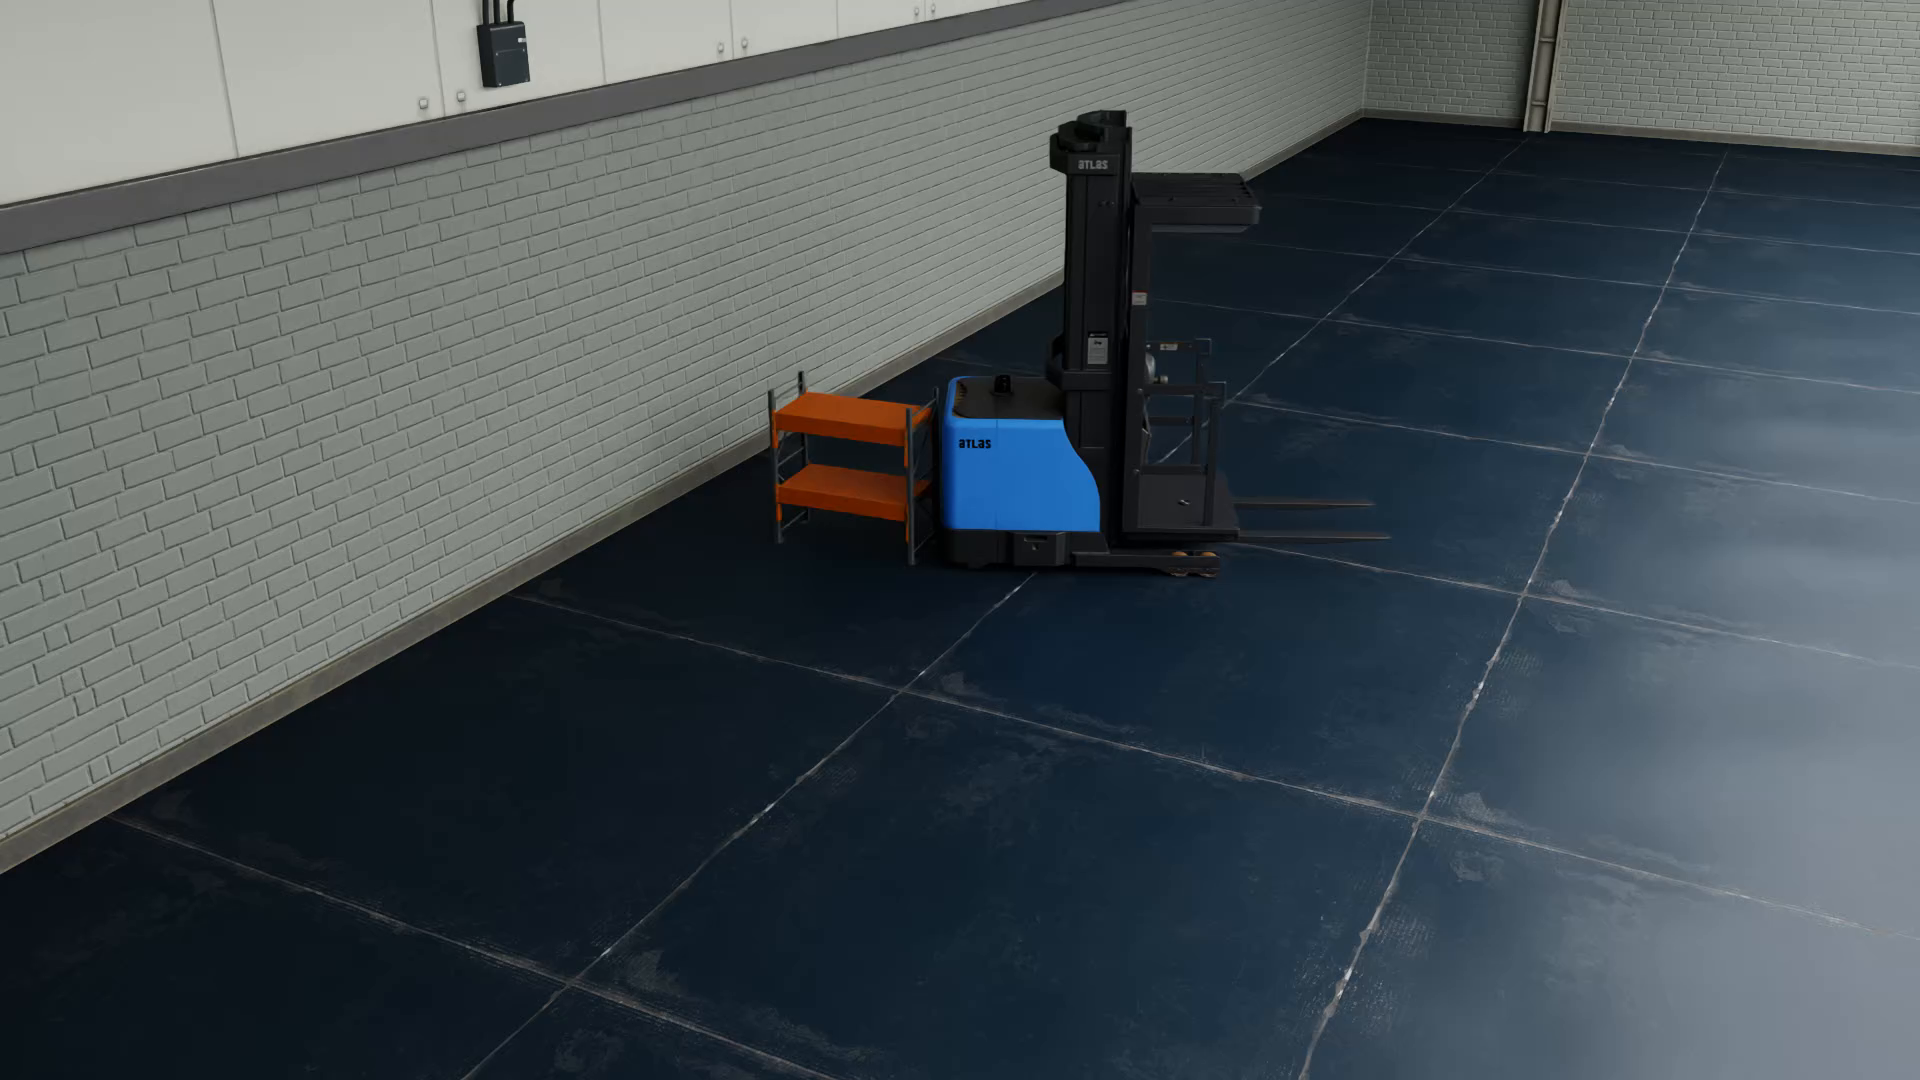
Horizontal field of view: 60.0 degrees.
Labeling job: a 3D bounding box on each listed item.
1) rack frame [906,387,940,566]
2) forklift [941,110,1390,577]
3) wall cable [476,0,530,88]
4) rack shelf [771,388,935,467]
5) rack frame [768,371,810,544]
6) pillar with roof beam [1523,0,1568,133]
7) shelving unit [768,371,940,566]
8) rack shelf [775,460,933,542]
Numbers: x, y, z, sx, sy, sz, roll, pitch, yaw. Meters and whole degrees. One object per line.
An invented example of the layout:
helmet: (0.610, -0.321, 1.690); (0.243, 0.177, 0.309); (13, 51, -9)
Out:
rack frame: (-0.250, -0.433, 11.331); (0.032, 1.125, 0.500); (9, 25, 20)
forklift: (1.403, -1.312, 11.090); (3.031, 2.935, 1.130); (1, 23, 2)
wall cable: (-2.275, -5.868, 9.705); (0.169, 6.003, 2.305); (11, 25, 25)
rack shelf: (-0.723, -0.776, 11.389); (1.000, 0.278, 0.538); (9, 25, 20)
rack frame: (-1.196, -0.579, 11.675); (0.032, 1.125, 0.500); (9, 25, 20)
pillar with roof beam: (7.730, -9.506, 22.605); (0.400, 9.000, 9.100); (11, 25, 25)
shelving unit: (-0.723, -0.506, 11.503); (1.048, 1.125, 0.538); (9, 25, 20)
rack shelf: (-0.723, -0.281, 11.599); (1.000, 0.278, 0.538); (9, 25, 20)
